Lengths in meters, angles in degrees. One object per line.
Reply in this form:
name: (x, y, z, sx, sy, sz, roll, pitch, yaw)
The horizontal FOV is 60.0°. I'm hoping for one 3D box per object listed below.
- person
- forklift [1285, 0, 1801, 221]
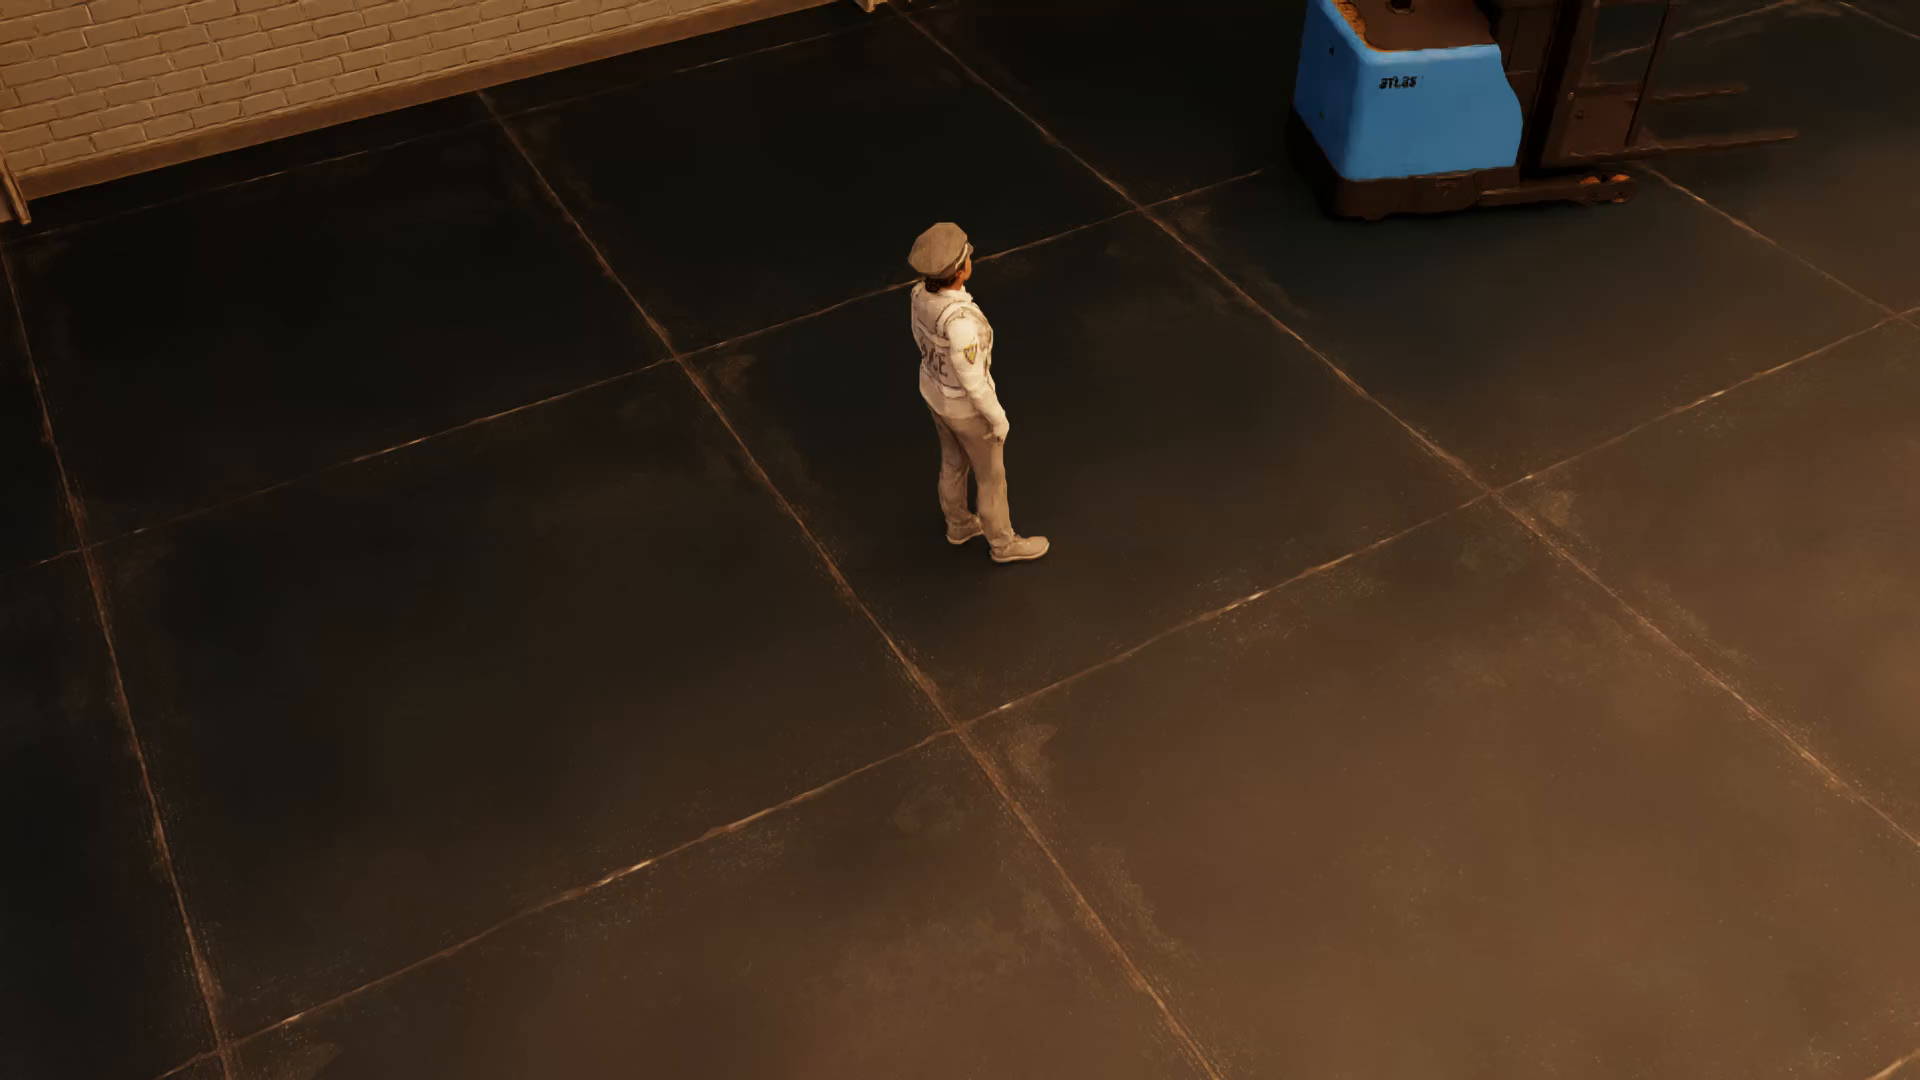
person: (0.062, -0.645, 7.292, 0.533, 1.695, 0.586, -21, 47, -21)
forklift: (3.616, -3.442, 9.410, 3.031, 2.935, 1.130, -7, 43, -7)
